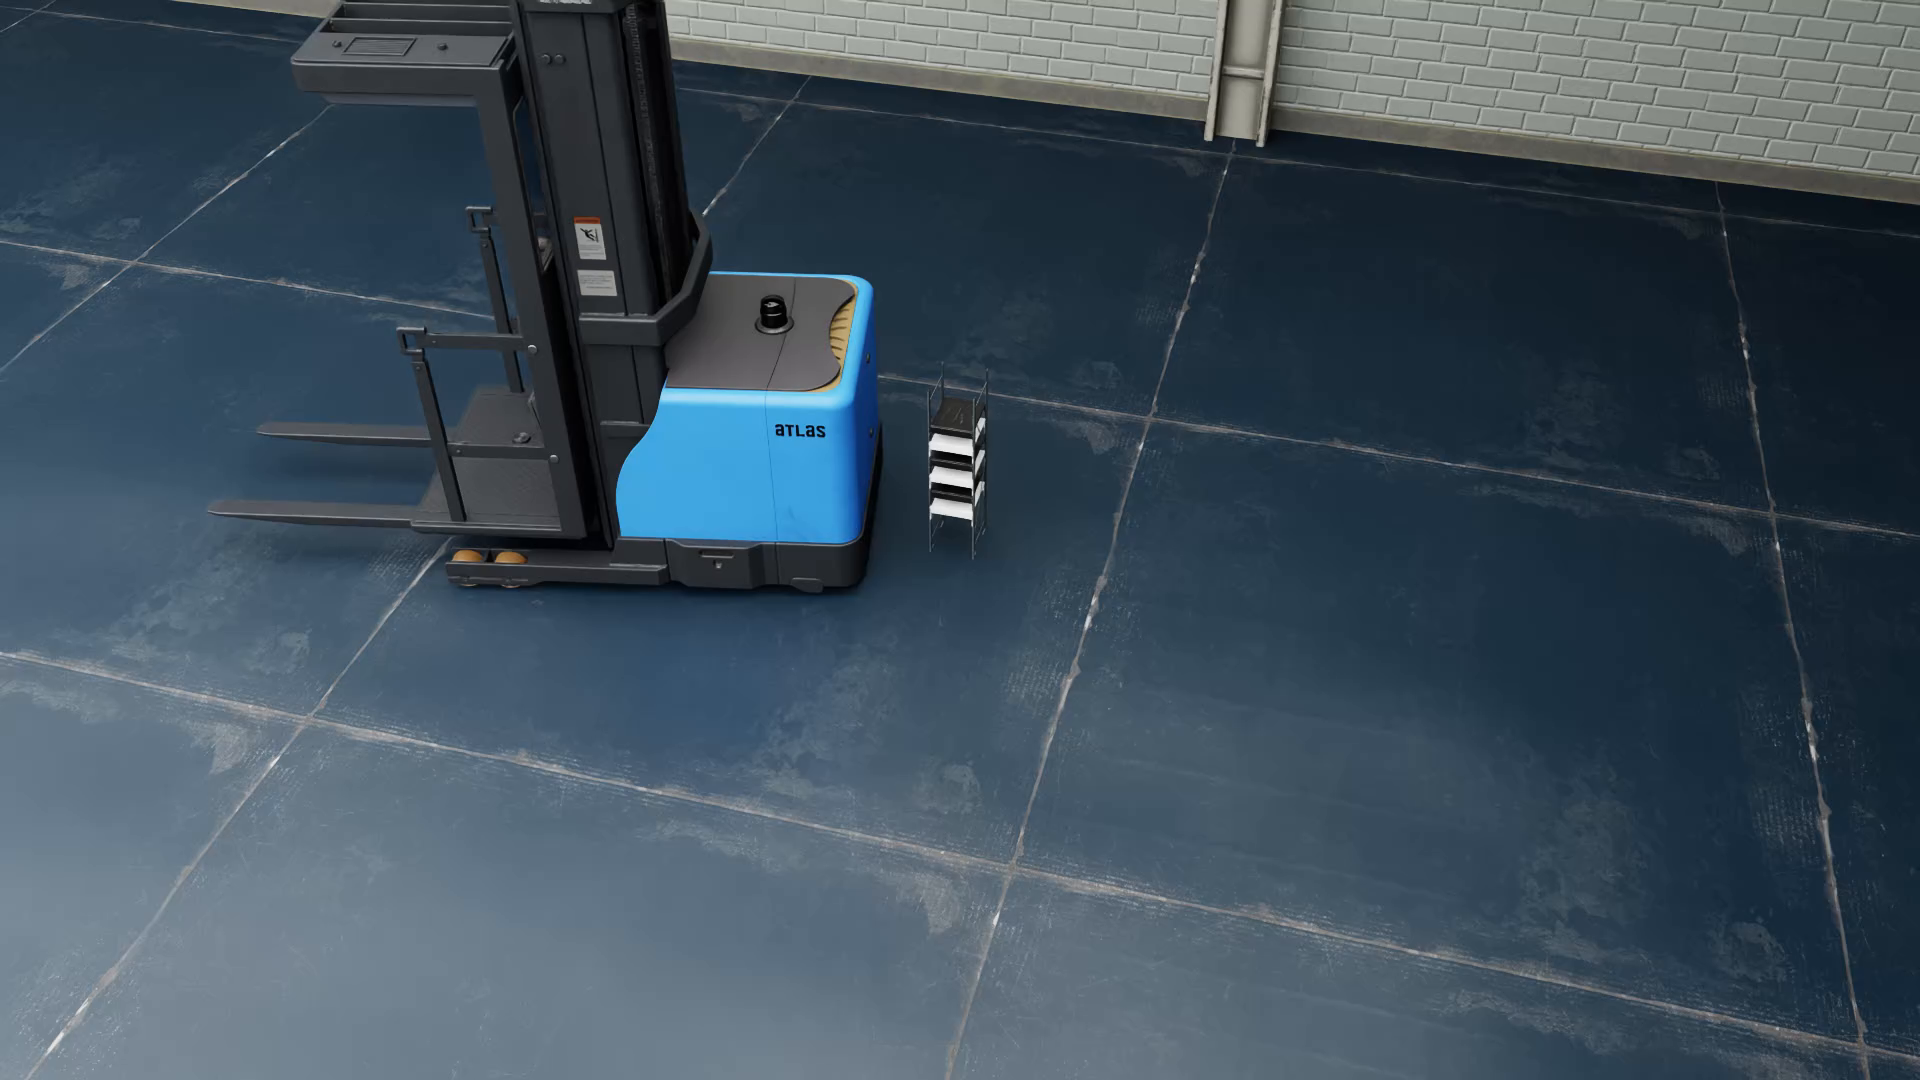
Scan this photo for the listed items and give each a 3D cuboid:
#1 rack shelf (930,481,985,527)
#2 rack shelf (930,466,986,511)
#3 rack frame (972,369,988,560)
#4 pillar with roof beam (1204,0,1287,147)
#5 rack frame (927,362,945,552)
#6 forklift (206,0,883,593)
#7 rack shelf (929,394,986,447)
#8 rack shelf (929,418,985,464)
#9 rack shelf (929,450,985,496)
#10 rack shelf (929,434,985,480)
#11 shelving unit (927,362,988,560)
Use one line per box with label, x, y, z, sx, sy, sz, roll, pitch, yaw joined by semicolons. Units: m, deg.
rack shelf;-0.008;-0.183;7.624;0.200;0.077;0.258;10;41;11
rack shelf;-0.008;-0.252;7.566;0.200;0.077;0.258;10;41;11
rack frame;0.090;-0.329;7.467;0.006;0.900;0.240;10;41;11
pillar with roof beam;0.716;-3.456;4.892;0.400;9.000;9.100;10;41;11
rack frame;-0.106;-0.363;7.507;0.006;0.900;0.240;10;41;11
forklift;-1.914;-1.244;6.977;3.031;2.935;1.130;2;40;2
rack shelf;-0.008;-0.527;7.335;0.200;0.077;0.258;10;41;11
rack shelf;-0.008;-0.458;7.392;0.200;0.077;0.258;10;41;11
rack shelf;-0.008;-0.320;7.508;0.200;0.077;0.258;10;41;11
rack shelf;-0.008;-0.389;7.450;0.200;0.077;0.258;10;41;11
shelving unit;-0.008;-0.346;7.487;0.210;0.900;0.258;10;41;11
